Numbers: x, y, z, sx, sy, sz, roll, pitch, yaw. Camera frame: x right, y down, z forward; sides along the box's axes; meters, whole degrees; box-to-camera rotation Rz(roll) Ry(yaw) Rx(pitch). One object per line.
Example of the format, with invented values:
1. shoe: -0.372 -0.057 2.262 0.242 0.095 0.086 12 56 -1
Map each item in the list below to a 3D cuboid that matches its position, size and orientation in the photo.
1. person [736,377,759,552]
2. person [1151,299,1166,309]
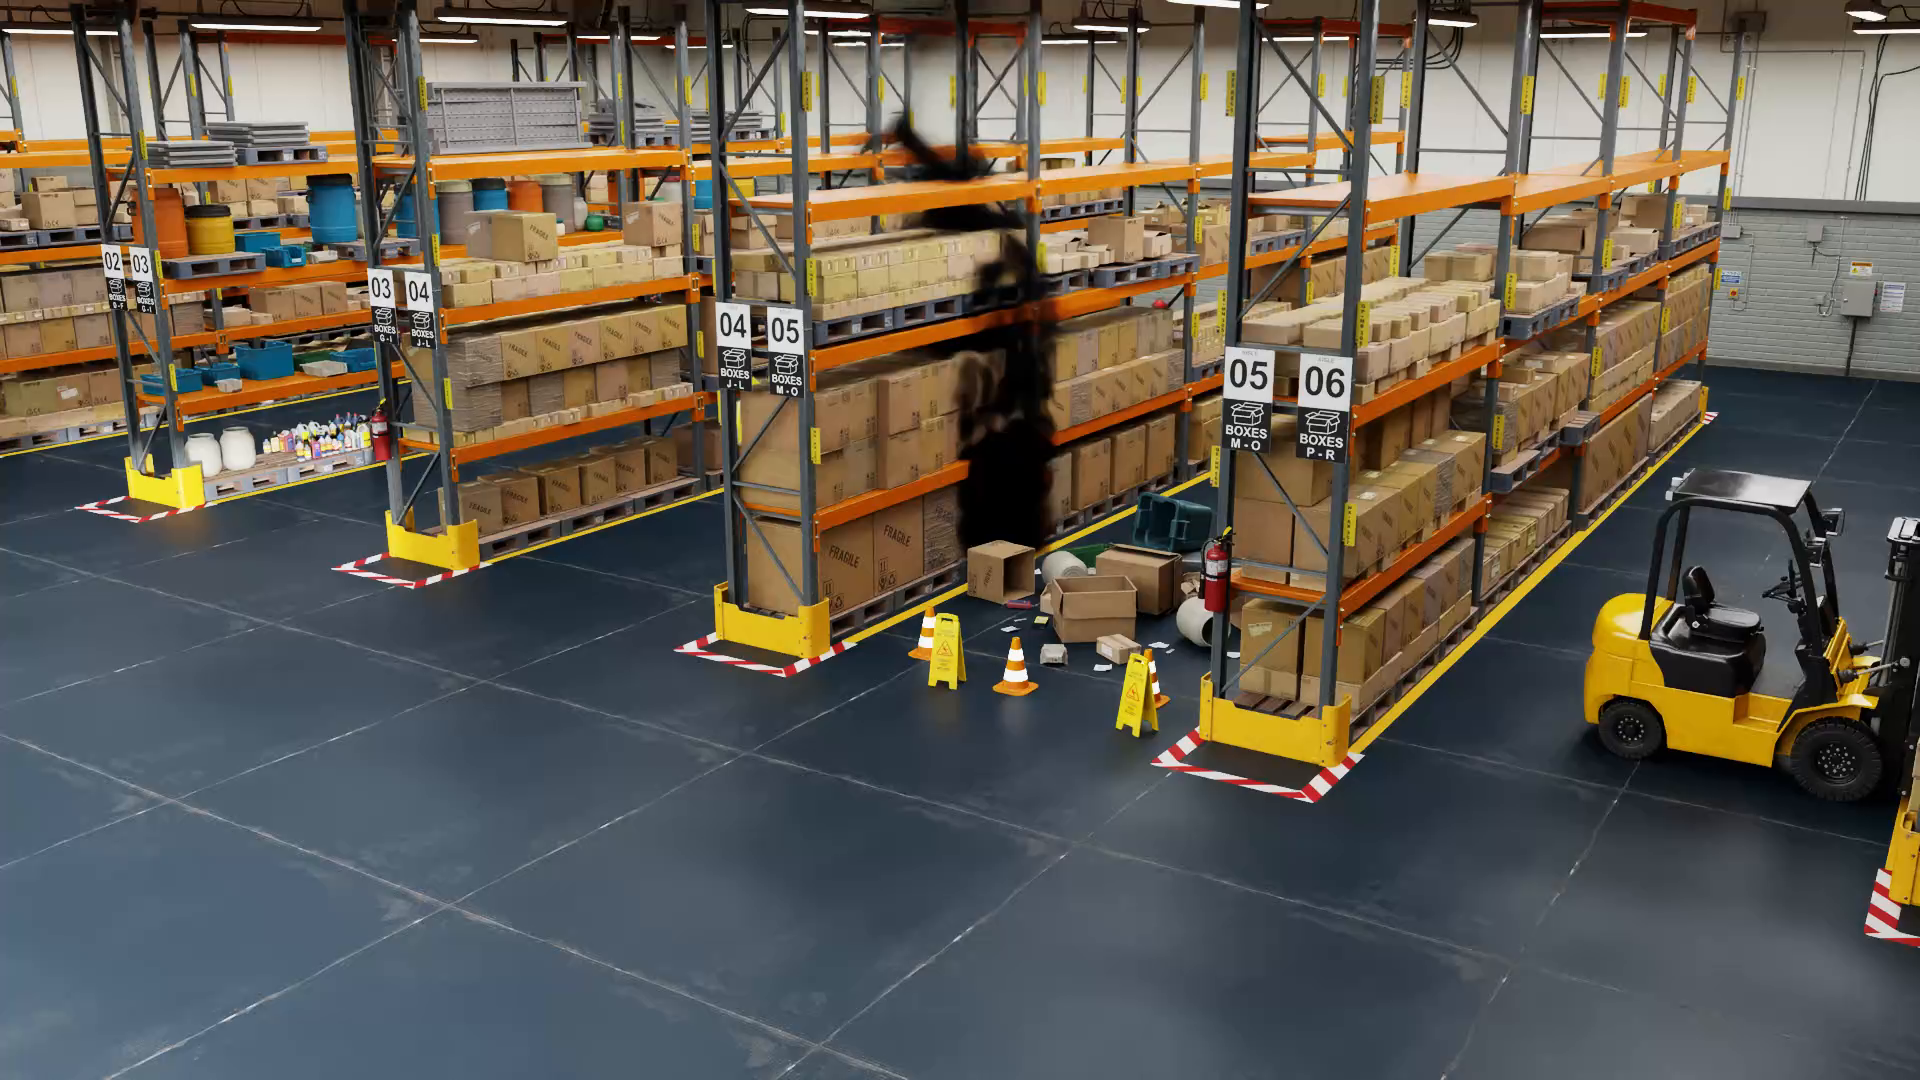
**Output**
1. person: -2.251 -0.860 17.959 0.661 1.839 0.756 7 17 24
2. person: 3.146 -2.870 26.204 0.681 1.848 0.814 11 19 35
